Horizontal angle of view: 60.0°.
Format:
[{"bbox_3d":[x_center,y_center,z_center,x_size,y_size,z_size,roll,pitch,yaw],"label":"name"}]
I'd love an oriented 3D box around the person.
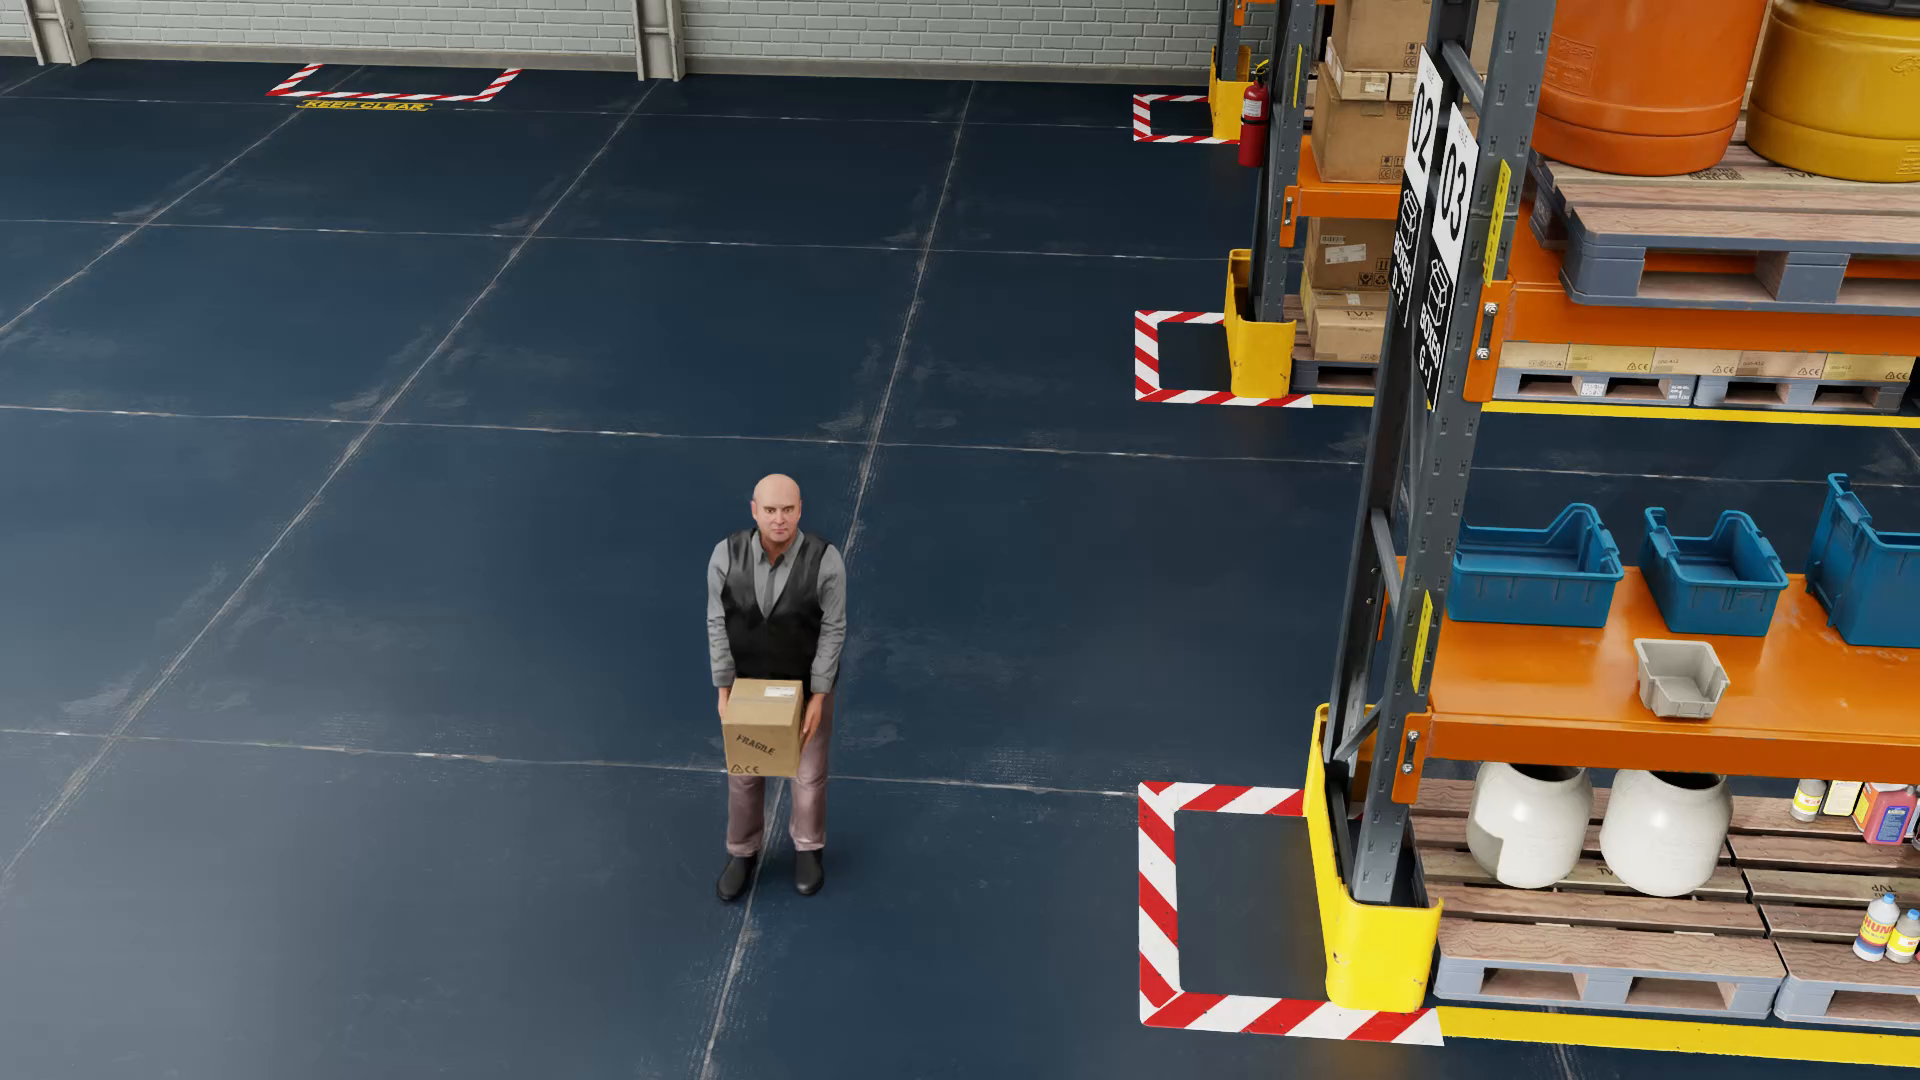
[{"bbox_3d":[-0.685,0.576,6.223,0.544,1.726,0.504,2,32,2],"label":"person"}]
